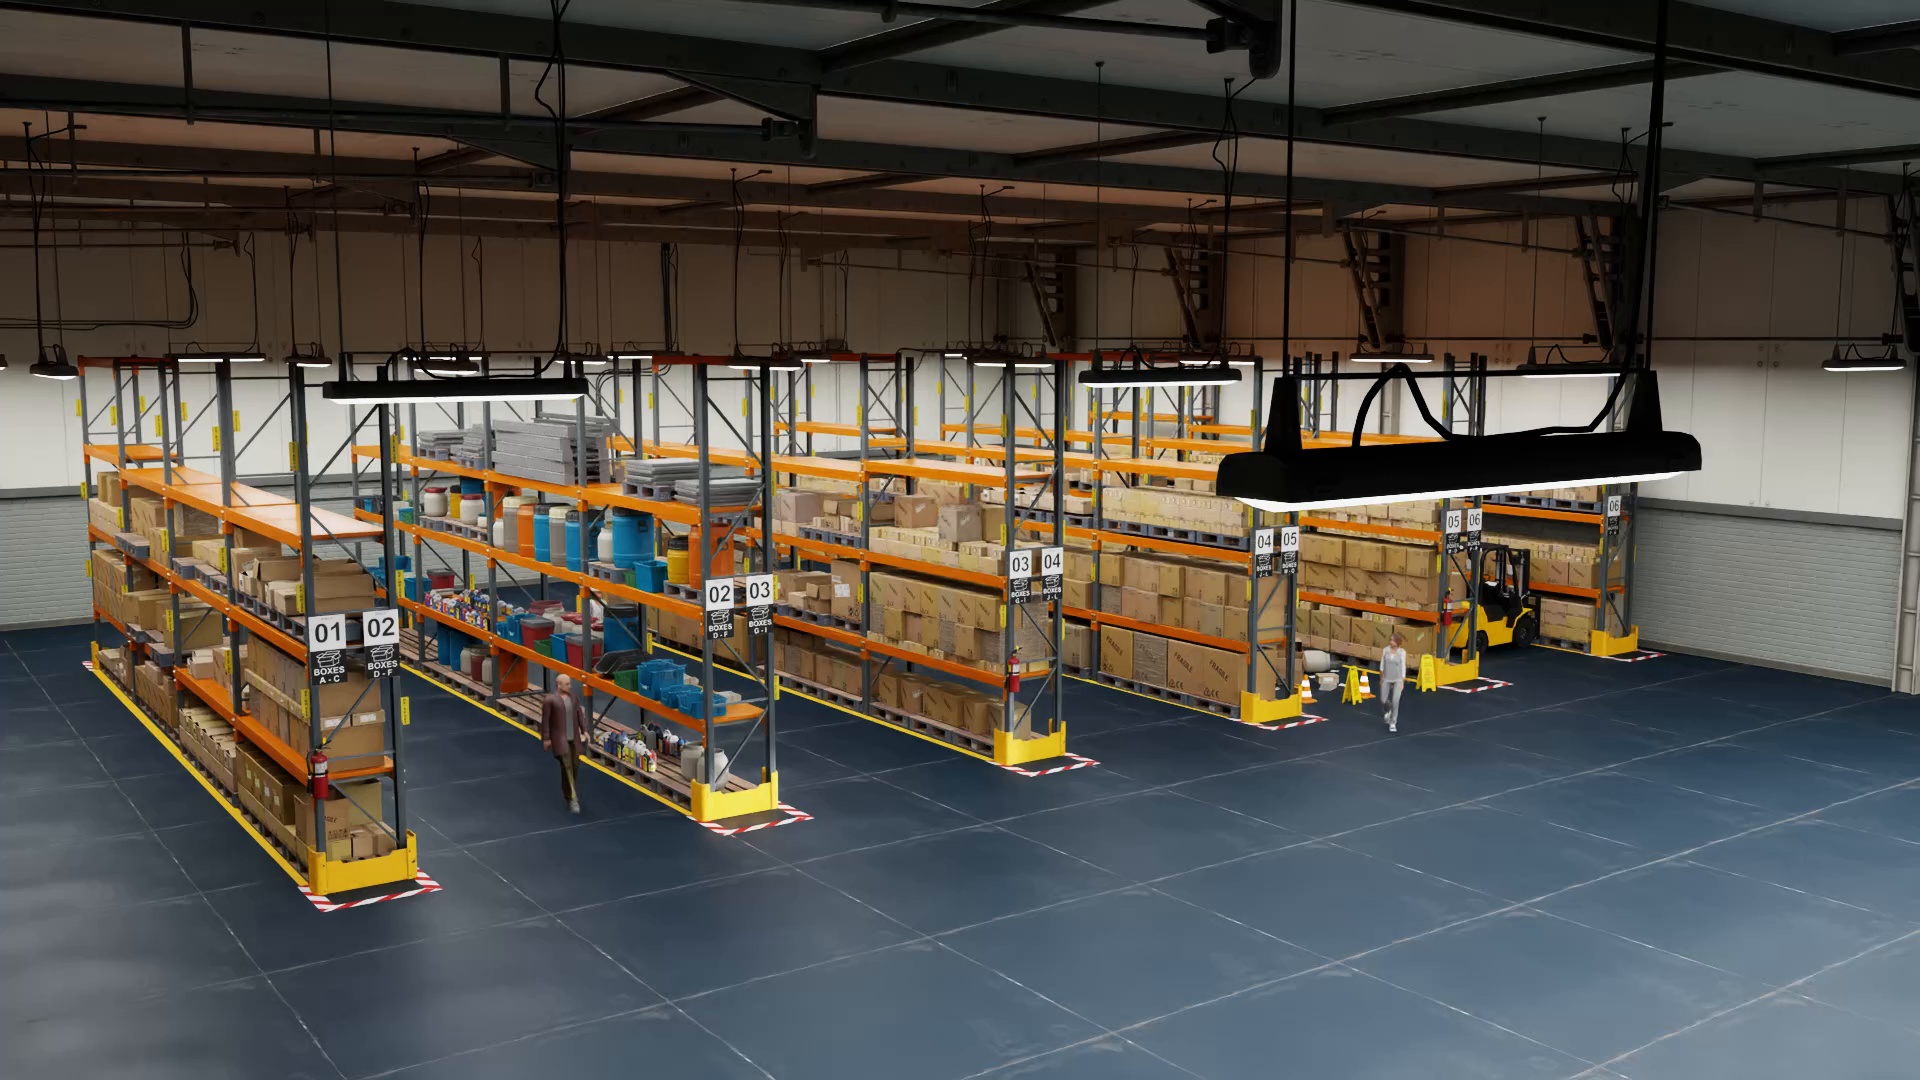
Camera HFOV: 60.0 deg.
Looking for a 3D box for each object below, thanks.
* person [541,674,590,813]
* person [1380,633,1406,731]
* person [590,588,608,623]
[{"bbox_3d":[-5.272,2.738,22.542,0.732,1.804,0.607,6,9,41],"label":"person"},{"bbox_3d":[7.000,2.273,26.888,0.408,1.584,0.538,2,7,17],"label":"person"},{"bbox_3d":[-6.707,1.704,30.935,0.524,1.742,1.071,-7,10,-45],"label":"person"}]
